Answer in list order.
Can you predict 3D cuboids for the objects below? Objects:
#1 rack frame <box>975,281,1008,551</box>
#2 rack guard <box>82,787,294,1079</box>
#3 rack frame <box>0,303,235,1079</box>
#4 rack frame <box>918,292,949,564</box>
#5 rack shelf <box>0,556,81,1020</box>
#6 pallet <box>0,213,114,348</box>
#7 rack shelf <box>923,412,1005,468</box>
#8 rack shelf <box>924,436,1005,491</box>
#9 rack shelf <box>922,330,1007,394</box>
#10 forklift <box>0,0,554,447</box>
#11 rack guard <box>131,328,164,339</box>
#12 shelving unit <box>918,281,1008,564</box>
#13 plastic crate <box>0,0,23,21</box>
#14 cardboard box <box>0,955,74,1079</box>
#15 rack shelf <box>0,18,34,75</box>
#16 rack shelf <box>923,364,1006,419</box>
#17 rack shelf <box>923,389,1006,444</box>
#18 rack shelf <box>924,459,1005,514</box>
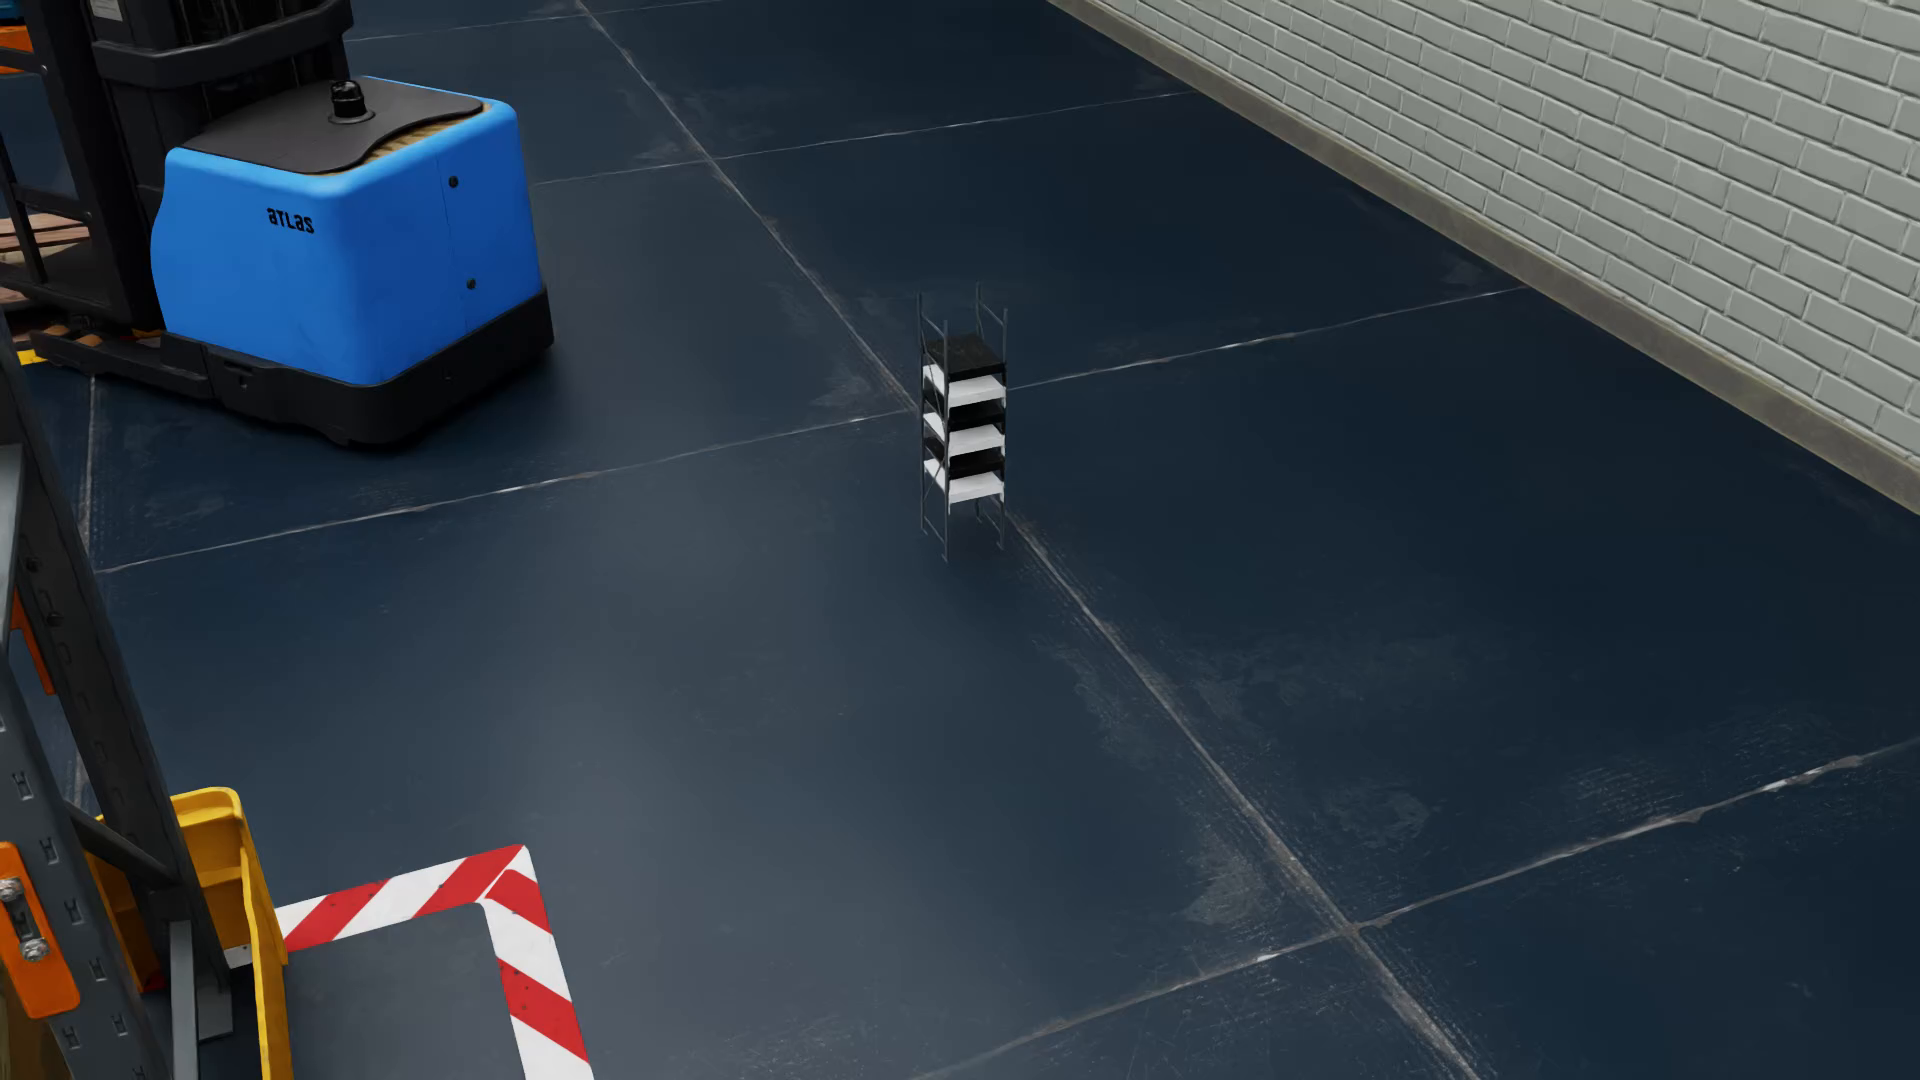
[{"bbox_3d":[0.101,-0.400,5.540,0.006,0.900,0.240,-13,35,-19],"label":"rack frame"},{"bbox_3d":[-1.650,1.112,3.582,0.348,0.500,1.175,-13,35,-19],"label":"rack guard"},{"bbox_3d":[-1.672,0.070,2.892,0.127,3.000,1.000,-13,35,-19],"label":"rack frame"},{"bbox_3d":[-0.086,-0.357,5.474,0.006,0.900,0.240,-13,35,-19],"label":"rack frame"},{"bbox_3d":[-3.516,0.794,2.440,4.000,0.370,1.077,-13,35,-19],"label":"rack shelf"},{"bbox_3d":[-4.365,-1.097,7.243,1.213,0.211,1.003,-13,35,-19],"label":"pallet"},{"bbox_3d":[0.007,-0.351,5.525,0.200,0.077,0.258,-13,35,-19],"label":"rack shelf"},{"bbox_3d":[0.007,-0.276,5.574,0.200,0.077,0.258,-13,35,-19],"label":"rack shelf"},{"bbox_3d":[0.008,-0.577,5.378,0.200,0.077,0.258,-13,35,-19],"label":"rack shelf"},{"bbox_3d":[-3.229,-2.134,6.342,3.031,2.935,1.130,16,36,23],"label":"forklift"},{"bbox_3d":[-3.572,-1.385,7.420,0.348,0.500,1.175,-13,35,-19],"label":"rack guard"},{"bbox_3d":[0.007,-0.379,5.507,0.210,0.900,0.258,-13,35,-19],"label":"shelving unit"},{"bbox_3d":[-3.826,-2.296,6.441,0.499,0.435,0.616,-13,35,-19],"label":"plastic crate"},{"bbox_3d":[-2.231,0.960,3.088,0.875,0.875,0.875,-13,35,-19],"label":"cardboard box"},{"bbox_3d":[-5.434,-1.697,6.267,4.000,0.370,1.077,-13,35,-19],"label":"rack shelf"},{"bbox_3d":[0.007,-0.502,5.427,0.200,0.077,0.258,-13,35,-19],"label":"rack shelf"},{"bbox_3d":[0.007,-0.426,5.476,0.200,0.077,0.258,-13,35,-19],"label":"rack shelf"},{"bbox_3d":[0.007,-0.200,5.624,0.200,0.077,0.258,-13,35,-19],"label":"rack shelf"}]
